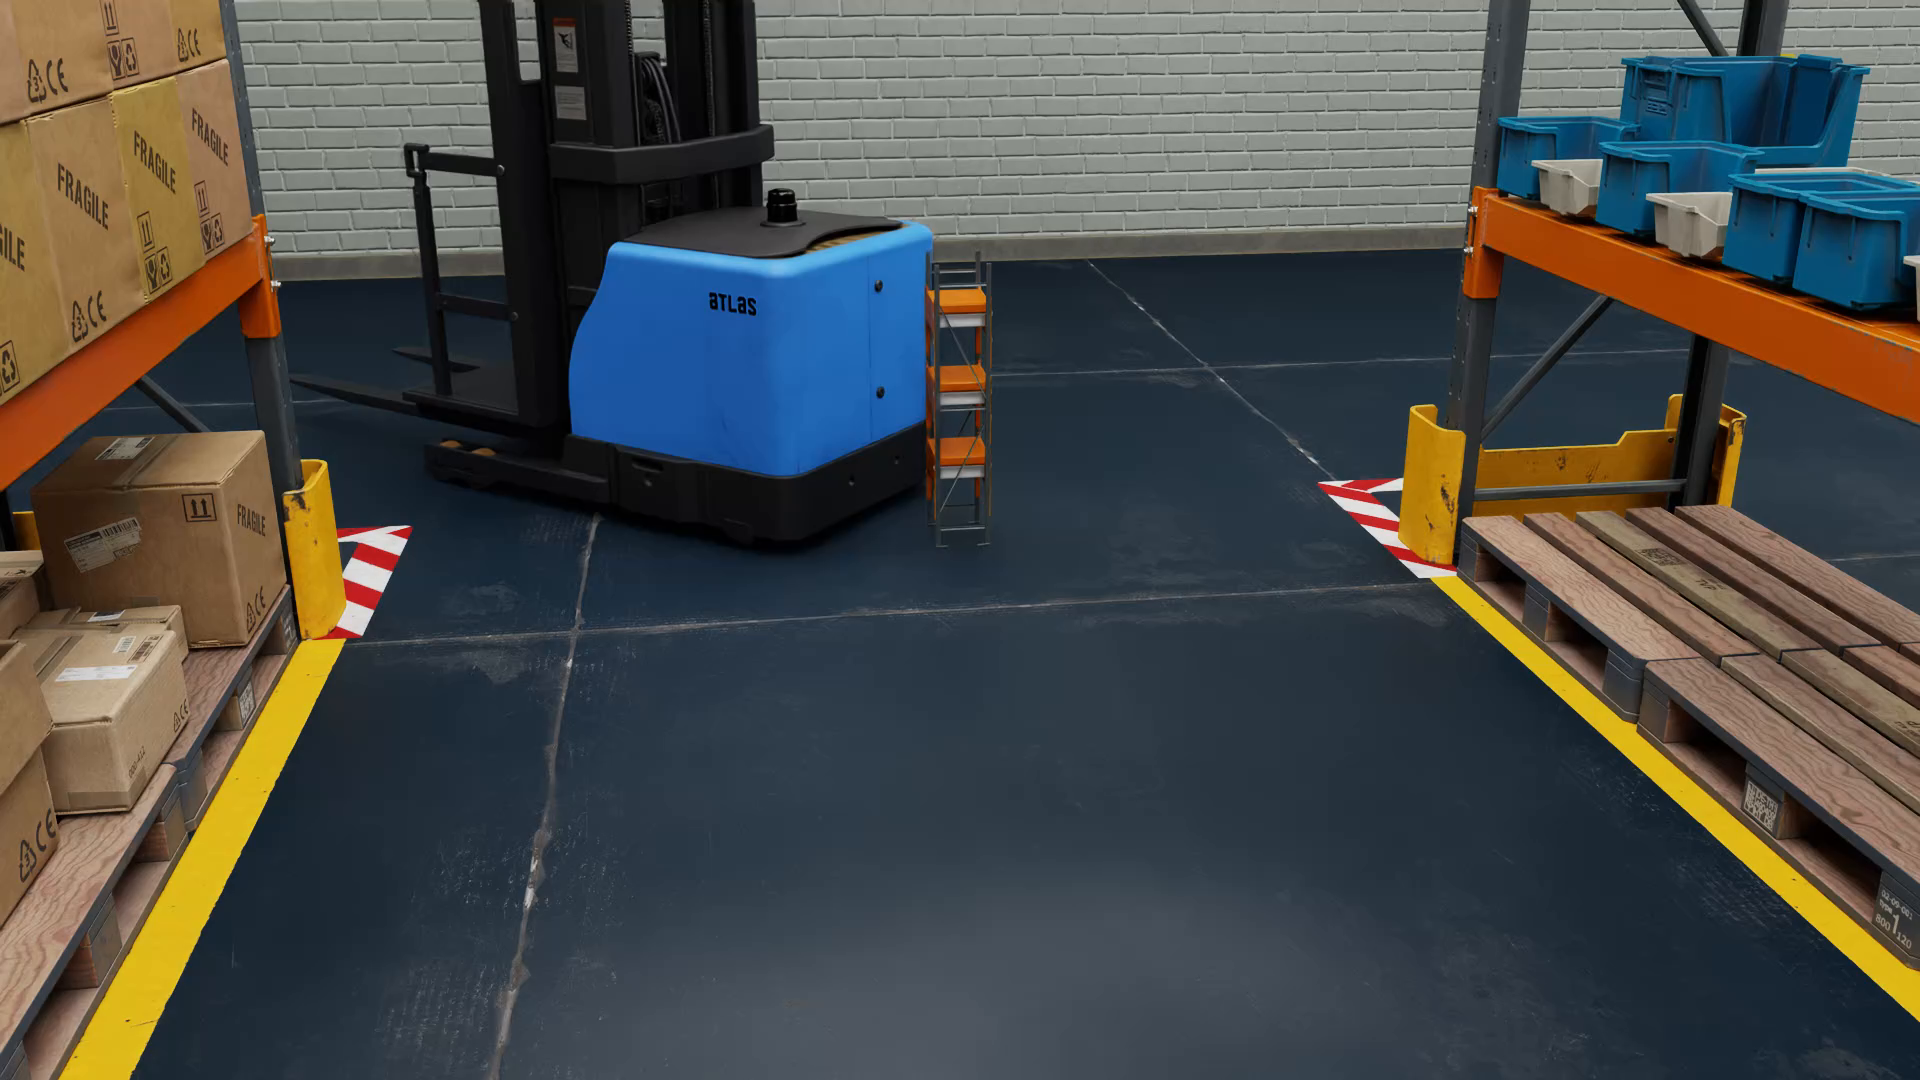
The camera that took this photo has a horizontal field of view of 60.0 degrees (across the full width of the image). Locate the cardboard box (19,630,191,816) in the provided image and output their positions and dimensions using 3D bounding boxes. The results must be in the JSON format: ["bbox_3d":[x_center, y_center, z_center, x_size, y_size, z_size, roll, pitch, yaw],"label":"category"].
[{"bbox_3d":[-2.220,0.445,4.040,0.500,0.250,0.500,-3,21,-8],"label":"cardboard box"}]

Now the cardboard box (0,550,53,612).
[{"bbox_3d":[-2.929,0.148,4.978,0.380,0.149,0.250,-3,21,-8],"label":"cardboard box"}]

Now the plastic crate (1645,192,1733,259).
[{"bbox_3d":[2.025,-0.845,4.481,0.250,0.136,0.298,-3,21,-8],"label":"plastic crate"}]

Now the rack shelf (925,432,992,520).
[{"bbox_3d":[-0.008,-0.240,6.183,0.215,0.259,0.240,-3,21,-8],"label":"rack shelf"}]

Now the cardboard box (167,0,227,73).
[{"bbox_3d":[-2.313,-1.519,4.423,0.500,0.500,0.500,-3,21,-8],"label":"cardboard box"}]

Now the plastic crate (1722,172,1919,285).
[{"bbox_3d":[2.152,-0.784,4.181,0.416,0.233,0.300,-3,21,-8],"label":"plastic crate"}]

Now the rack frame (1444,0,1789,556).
[{"bbox_3d":[2.253,-1.392,5.656,1.000,3.000,0.127,-3,21,-8],"label":"rack frame"}]

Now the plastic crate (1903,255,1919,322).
[{"bbox_3d":[2.281,-0.500,3.558,0.293,0.136,0.466,-3,21,-8],"label":"plastic crate"}]

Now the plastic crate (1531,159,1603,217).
[{"bbox_3d":[1.927,-1.079,5.110,0.250,0.136,0.298,-3,21,-8],"label":"plastic crate"}]

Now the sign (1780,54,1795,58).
[{"bbox_3d":[2.795,-1.502,5.717,0.100,0.325,0.005,-3,21,-8],"label":"sign"}]

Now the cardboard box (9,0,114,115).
[{"bbox_3d":[-2.160,-1.165,3.475,0.500,0.500,0.500,-2,21,-6],"label":"cardboard box"}]

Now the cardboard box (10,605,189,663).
[{"bbox_3d":[-2.358,0.298,4.551,0.380,0.166,0.250,-3,21,-8],"label":"cardboard box"}]

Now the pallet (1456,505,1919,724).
[{"bbox_3d":[2.333,0.202,5.375,1.003,0.211,1.213,-3,21,-8],"label":"pallet"}]

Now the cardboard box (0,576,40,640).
[{"bbox_3d":[-2.780,0.314,4.389,0.500,0.250,0.500,-3,21,-8],"label":"cardboard box"}]

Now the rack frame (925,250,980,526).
[{"bbox_3d":[-0.025,-0.553,6.195,0.200,1.050,0.008,-3,21,-8],"label":"rack frame"}]

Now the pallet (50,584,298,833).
[{"bbox_3d":[-2.523,0.465,4.670,1.003,0.211,1.213,-3,21,-8],"label":"pallet"}]

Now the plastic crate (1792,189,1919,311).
[{"bbox_3d":[2.196,-0.680,3.903,0.416,0.233,0.300,-3,21,-8],"label":"plastic crate"}]

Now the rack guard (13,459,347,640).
[{"bbox_3d":[-2.638,0.054,5.358,1.175,0.500,0.348,-3,21,-8],"label":"rack guard"}]

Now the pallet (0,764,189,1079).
[{"bbox_3d":[-2.350,0.887,3.541,1.003,0.211,1.213,-3,21,-8],"label":"pallet"}]

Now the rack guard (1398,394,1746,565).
[{"bbox_3d":[2.236,-0.229,6.114,1.175,0.500,0.348,-3,21,-8],"label":"rack guard"}]

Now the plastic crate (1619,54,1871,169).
[{"bbox_3d":[2.486,-1.330,5.355,0.616,0.435,0.499,-3,21,-8],"label":"plastic crate"}]

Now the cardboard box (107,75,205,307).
[{"bbox_3d":[-2.237,-0.870,4.115,0.500,0.500,0.500,-3,21,-7],"label":"cardboard box"}]

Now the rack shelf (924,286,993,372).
[{"bbox_3d":[-0.008,-0.766,5.986,0.215,0.259,0.240,-3,21,-8],"label":"rack shelf"}]

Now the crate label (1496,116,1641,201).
[{"bbox_3d":[1.963,-1.240,5.402,0.416,0.233,0.303,-3,21,-8],"label":"crate label"}]

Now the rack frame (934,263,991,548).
[{"bbox_3d":[0.010,-0.468,5.969,0.200,1.050,0.008,-3,21,-8],"label":"rack frame"}]

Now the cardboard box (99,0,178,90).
[{"bbox_3d":[-2.239,-1.344,3.955,0.500,0.500,0.500,-2,21,-6],"label":"cardboard box"}]

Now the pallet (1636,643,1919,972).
[{"bbox_3d":[2.506,0.623,4.246,1.003,0.211,1.213,-3,21,-8],"label":"pallet"}]

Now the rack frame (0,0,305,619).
[{"bbox_3d":[-2.649,-1.144,4.991,1.000,3.000,0.127,-3,21,-8],"label":"rack frame"}]

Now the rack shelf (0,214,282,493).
[{"bbox_3d":[-2.361,-0.114,3.263,1.077,0.370,4.000,-3,21,-8],"label":"rack shelf"}]

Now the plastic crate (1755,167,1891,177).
[{"bbox_3d":[2.549,-1.024,4.961,0.396,0.136,0.243,-3,21,-8],"label":"plastic crate"}]

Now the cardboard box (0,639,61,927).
[{"bbox_3d":[-2.349,0.554,3.384,0.797,0.503,0.637,-3,21,-8],"label":"cardboard box"}]

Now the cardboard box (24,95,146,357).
[{"bbox_3d":[-2.171,-0.697,3.651,0.500,0.500,0.500,-3,21,-7],"label":"cardboard box"}]

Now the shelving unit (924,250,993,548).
[{"bbox_3d":[-0.008,-0.510,6.082,0.215,1.050,0.252,-3,21,-8],"label":"shelving unit"}]

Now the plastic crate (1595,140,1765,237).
[{"bbox_3d":[2.057,-1.012,4.792,0.416,0.233,0.300,-3,21,-8],"label":"plastic crate"}]

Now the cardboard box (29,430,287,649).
[{"bbox_3d":[-2.327,-0.003,4.881,0.500,0.500,0.500,-3,21,-8],"label":"cardboard box"}]

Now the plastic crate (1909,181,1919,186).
[{"bbox_3d":[2.577,-0.922,4.690,0.396,0.136,0.243,-3,21,-8],"label":"plastic crate"}]

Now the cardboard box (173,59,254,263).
[{"bbox_3d":[-2.315,-1.049,4.595,0.500,0.500,0.500,-2,21,-6],"label":"cardboard box"}]

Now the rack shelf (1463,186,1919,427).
[{"bbox_3d":[2.541,-0.363,3.928,1.077,0.370,4.000,-3,21,-8],"label":"rack shelf"}]

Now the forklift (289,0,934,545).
[{"bbox_3d":[-1.612,-1.723,6.641,3.031,2.935,1.130,12,24,30],"label":"forklift"}]

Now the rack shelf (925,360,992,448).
[{"bbox_3d":[-0.008,-0.500,6.086,0.215,0.259,0.240,-3,21,-8],"label":"rack shelf"}]

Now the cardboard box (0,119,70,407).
[{"bbox_3d":[-2.098,-0.522,3.184,0.500,0.500,0.500,-3,21,-9],"label":"cardboard box"}]

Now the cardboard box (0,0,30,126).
[{"bbox_3d":[-2.086,-0.987,2.999,0.500,0.500,0.500,-2,21,-6],"label":"cardboard box"}]
